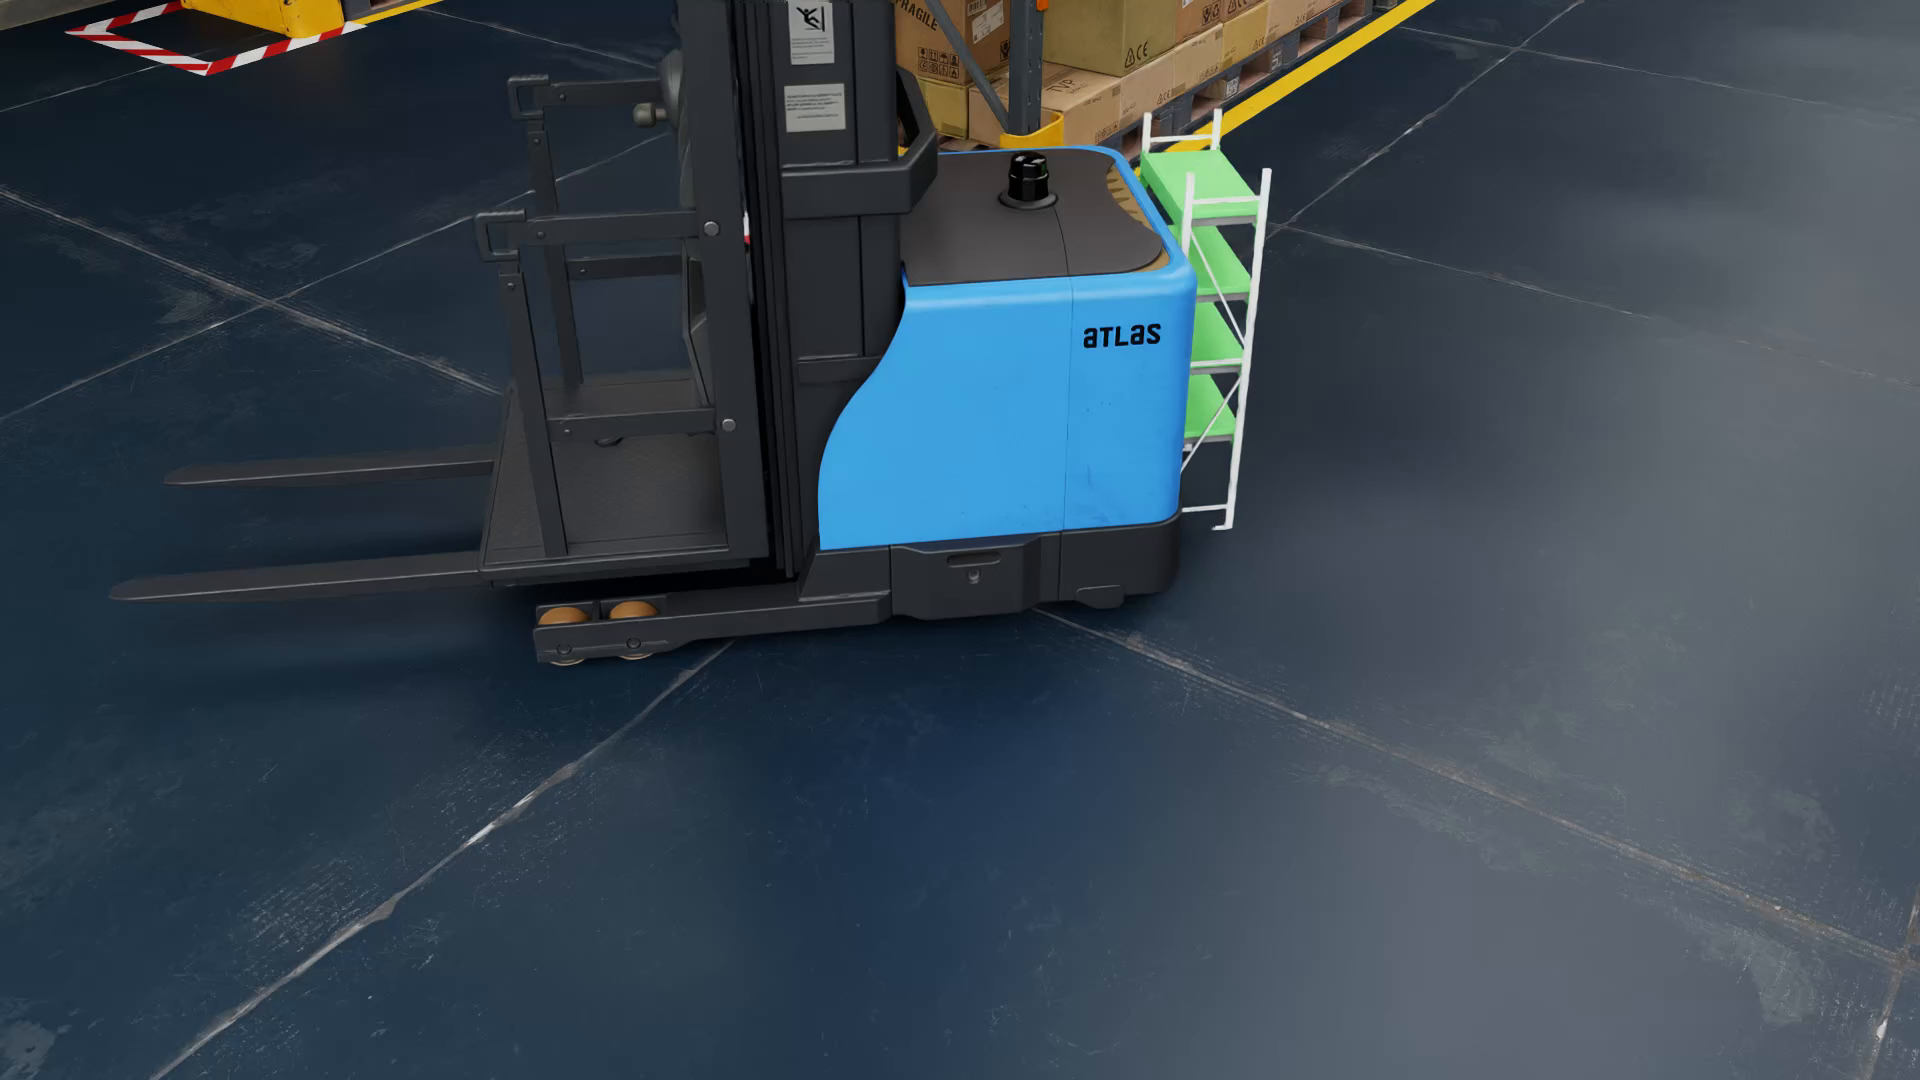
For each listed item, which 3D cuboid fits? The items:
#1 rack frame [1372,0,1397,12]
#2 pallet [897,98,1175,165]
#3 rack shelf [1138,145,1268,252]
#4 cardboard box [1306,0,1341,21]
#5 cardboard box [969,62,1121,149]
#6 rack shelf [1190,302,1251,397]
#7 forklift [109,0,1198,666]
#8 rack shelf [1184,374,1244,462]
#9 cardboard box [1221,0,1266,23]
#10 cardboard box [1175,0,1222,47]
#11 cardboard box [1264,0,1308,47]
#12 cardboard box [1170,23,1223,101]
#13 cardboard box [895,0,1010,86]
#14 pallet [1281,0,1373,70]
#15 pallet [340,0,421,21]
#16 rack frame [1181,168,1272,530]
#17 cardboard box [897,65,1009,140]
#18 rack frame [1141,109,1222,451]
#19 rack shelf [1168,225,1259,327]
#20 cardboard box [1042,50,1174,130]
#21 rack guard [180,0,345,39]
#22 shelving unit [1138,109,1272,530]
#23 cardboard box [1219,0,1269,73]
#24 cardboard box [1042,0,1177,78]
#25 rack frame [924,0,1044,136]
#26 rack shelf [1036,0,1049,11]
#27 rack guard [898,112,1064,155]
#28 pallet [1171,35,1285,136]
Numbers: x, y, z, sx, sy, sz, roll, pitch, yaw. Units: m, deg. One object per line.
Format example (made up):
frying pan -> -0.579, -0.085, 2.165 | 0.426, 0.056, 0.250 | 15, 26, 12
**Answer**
rack frame -> 2.177, -4.576, 9.339 | 1.000, 3.000, 0.127 | 21, 39, 28
pallet -> 0.298, -1.946, 7.939 | 1.003, 0.211, 1.213 | 21, 39, 28
rack shelf -> 0.711, -1.006, 4.924 | 0.258, 0.148, 0.480 | -5, 34, -7
cardboard box -> 1.799, -3.101, 9.238 | 0.500, 0.250, 0.500 | 21, 39, 28
cardboard box -> 0.385, -1.946, 7.530 | 0.500, 0.250, 0.500 | 21, 39, 28
rack shelf -> 0.711, -0.609, 5.193 | 0.258, 0.148, 0.480 | -5, 34, -7
forklift -> -0.913, -1.174, 4.370 | 3.031, 2.935, 1.130 | -5, 34, -7
rack shelf -> 0.711, -0.410, 5.328 | 0.258, 0.148, 0.480 | -5, 34, -7
cardboard box -> 1.242, -2.946, 8.339 | 0.500, 0.500, 0.500 | 21, 39, 28
cardboard box -> 0.943, -2.722, 8.007 | 0.500, 0.500, 0.500 | 21, 39, 28
cardboard box -> 1.526, -2.866, 8.890 | 0.500, 0.250, 0.500 | 21, 39, 28
cardboard box -> 0.952, -2.407, 8.212 | 0.500, 0.250, 0.500 | 21, 39, 28
cardboard box -> -0.042, -2.423, 7.565 | 0.500, 0.500, 0.500 | 21, 39, 28
pallet -> 1.689, -3.069, 9.599 | 1.003, 0.211, 1.213 | 21, 39, 28
pallet -> -3.640, -3.558, 10.324 | 1.003, 0.211, 1.213 | 21, 39, 28
rack frame -> 0.748, -0.527, 4.958 | 0.240, 1.200, 0.015 | -5, 34, -7
cardboard box -> -0.041, -2.112, 7.775 | 0.500, 0.250, 0.500 | 21, 39, 28
rack frame -> 0.673, -0.797, 5.357 | 0.240, 1.200, 0.015 | -5, 34, -7
rack shelf -> 0.711, -0.808, 5.059 | 0.258, 0.148, 0.480 | -5, 34, -7
cardboard box -> 0.667, -2.177, 7.872 | 0.500, 0.250, 0.500 | 21, 39, 28
rack guard -> -4.132, -3.316, 9.707 | 1.175, 0.500, 0.348 | 21, 39, 28
shelving unit -> 0.711, -0.662, 5.157 | 0.258, 1.200, 0.503 | -5, 34, -7
cardboard box -> 1.242, -2.636, 8.550 | 0.500, 0.250, 0.500 | 21, 39, 28
cardboard box -> 0.668, -2.488, 7.661 | 0.500, 0.500, 0.500 | 21, 39, 28
rack frame -> -0.104, -2.735, 6.617 | 1.000, 3.000, 0.127 | 21, 39, 28
rack shelf -> 1.037, -3.358, 8.180 | 1.077, 0.370, 4.000 | 21, 39, 28
rack guard -> -0.117, -1.689, 7.301 | 1.175, 0.500, 0.348 | 21, 39, 28
pallet -> 0.994, -2.505, 8.765 | 1.003, 0.211, 1.213 | 21, 39, 28
